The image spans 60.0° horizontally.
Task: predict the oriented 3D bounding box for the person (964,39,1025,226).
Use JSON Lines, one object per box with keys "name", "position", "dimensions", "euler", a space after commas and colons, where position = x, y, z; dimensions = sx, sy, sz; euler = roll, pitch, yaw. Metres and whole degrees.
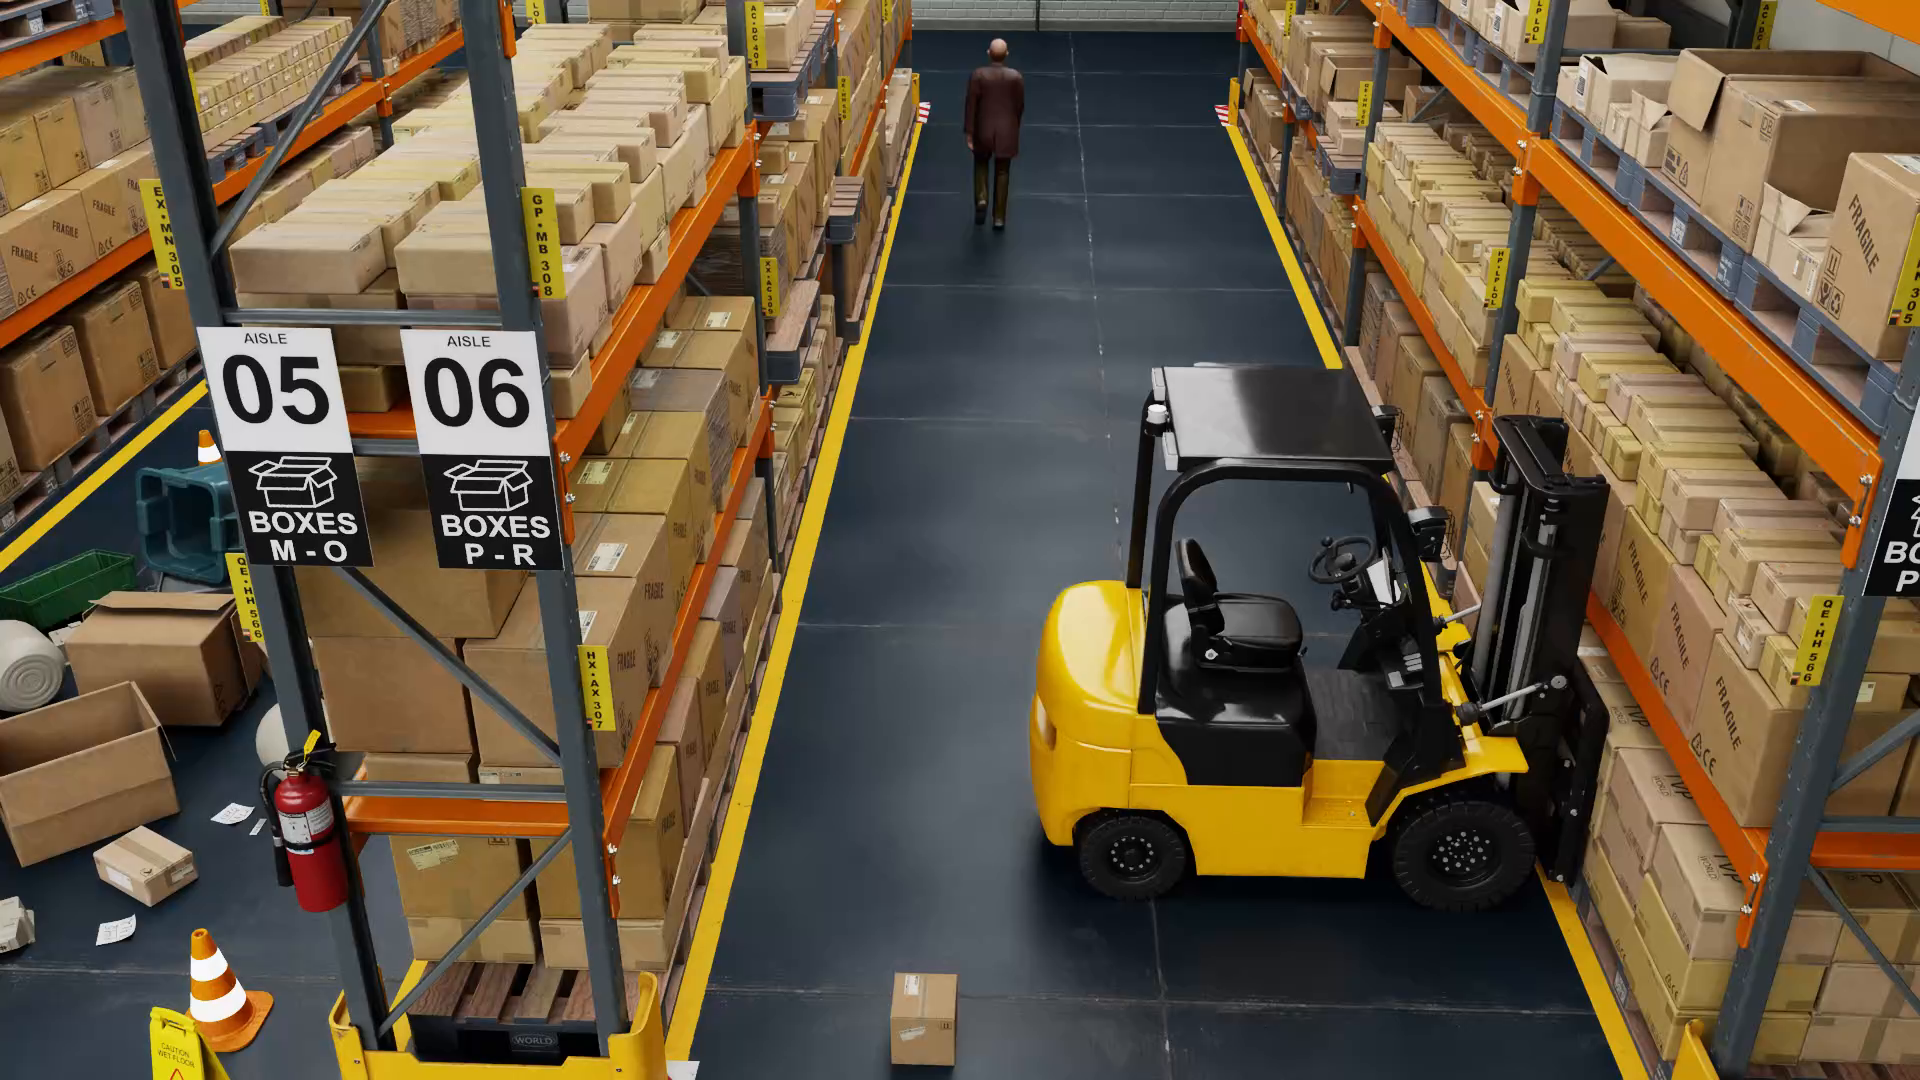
{"name": "person", "position": [0.332, -3.949, 16.183], "dimensions": [0.580, 1.818, 0.536], "euler": [2, 28, 4]}
